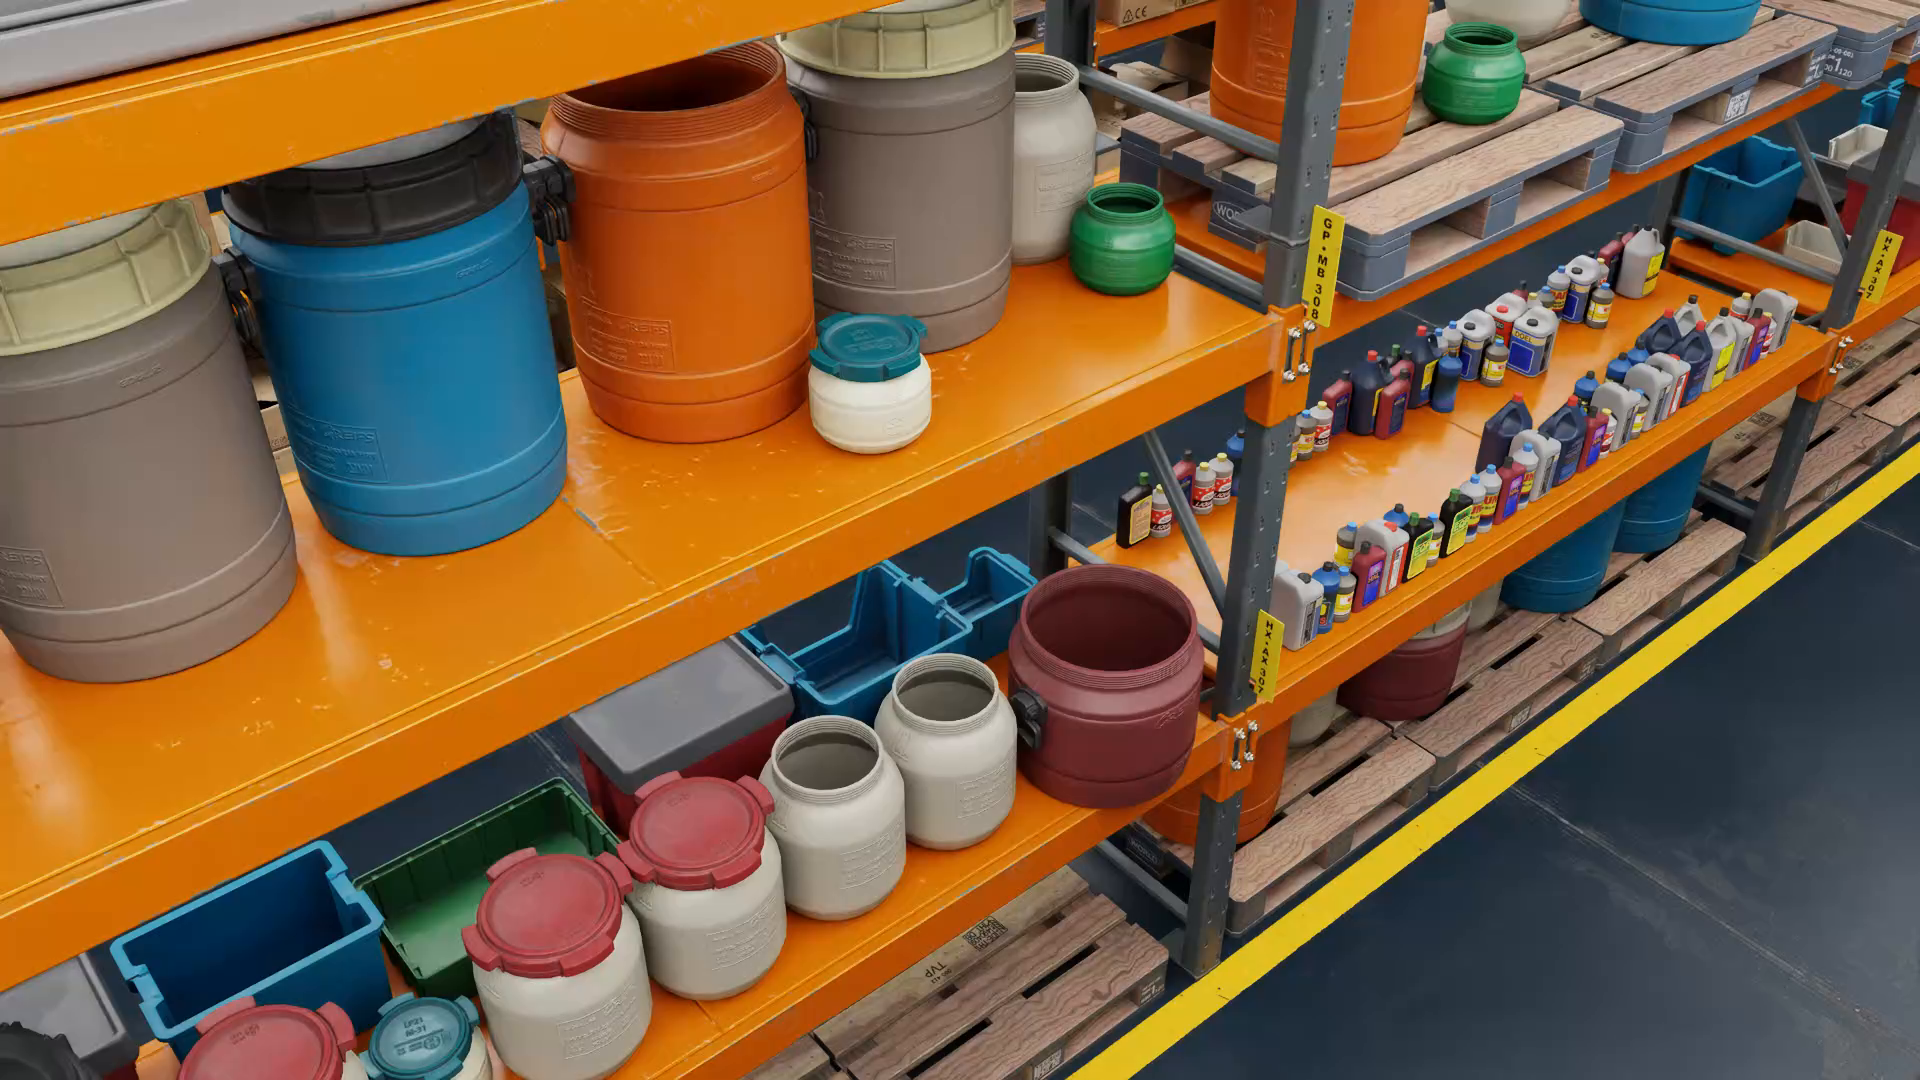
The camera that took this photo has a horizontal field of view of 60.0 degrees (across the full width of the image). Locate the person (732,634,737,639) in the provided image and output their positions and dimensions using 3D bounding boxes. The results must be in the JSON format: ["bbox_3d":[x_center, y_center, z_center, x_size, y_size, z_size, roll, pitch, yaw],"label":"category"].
[{"bbox_3d":[-0.932,0.854,5.904,0.456,1.600,0.455,-2,36,-2],"label":"person"}]
